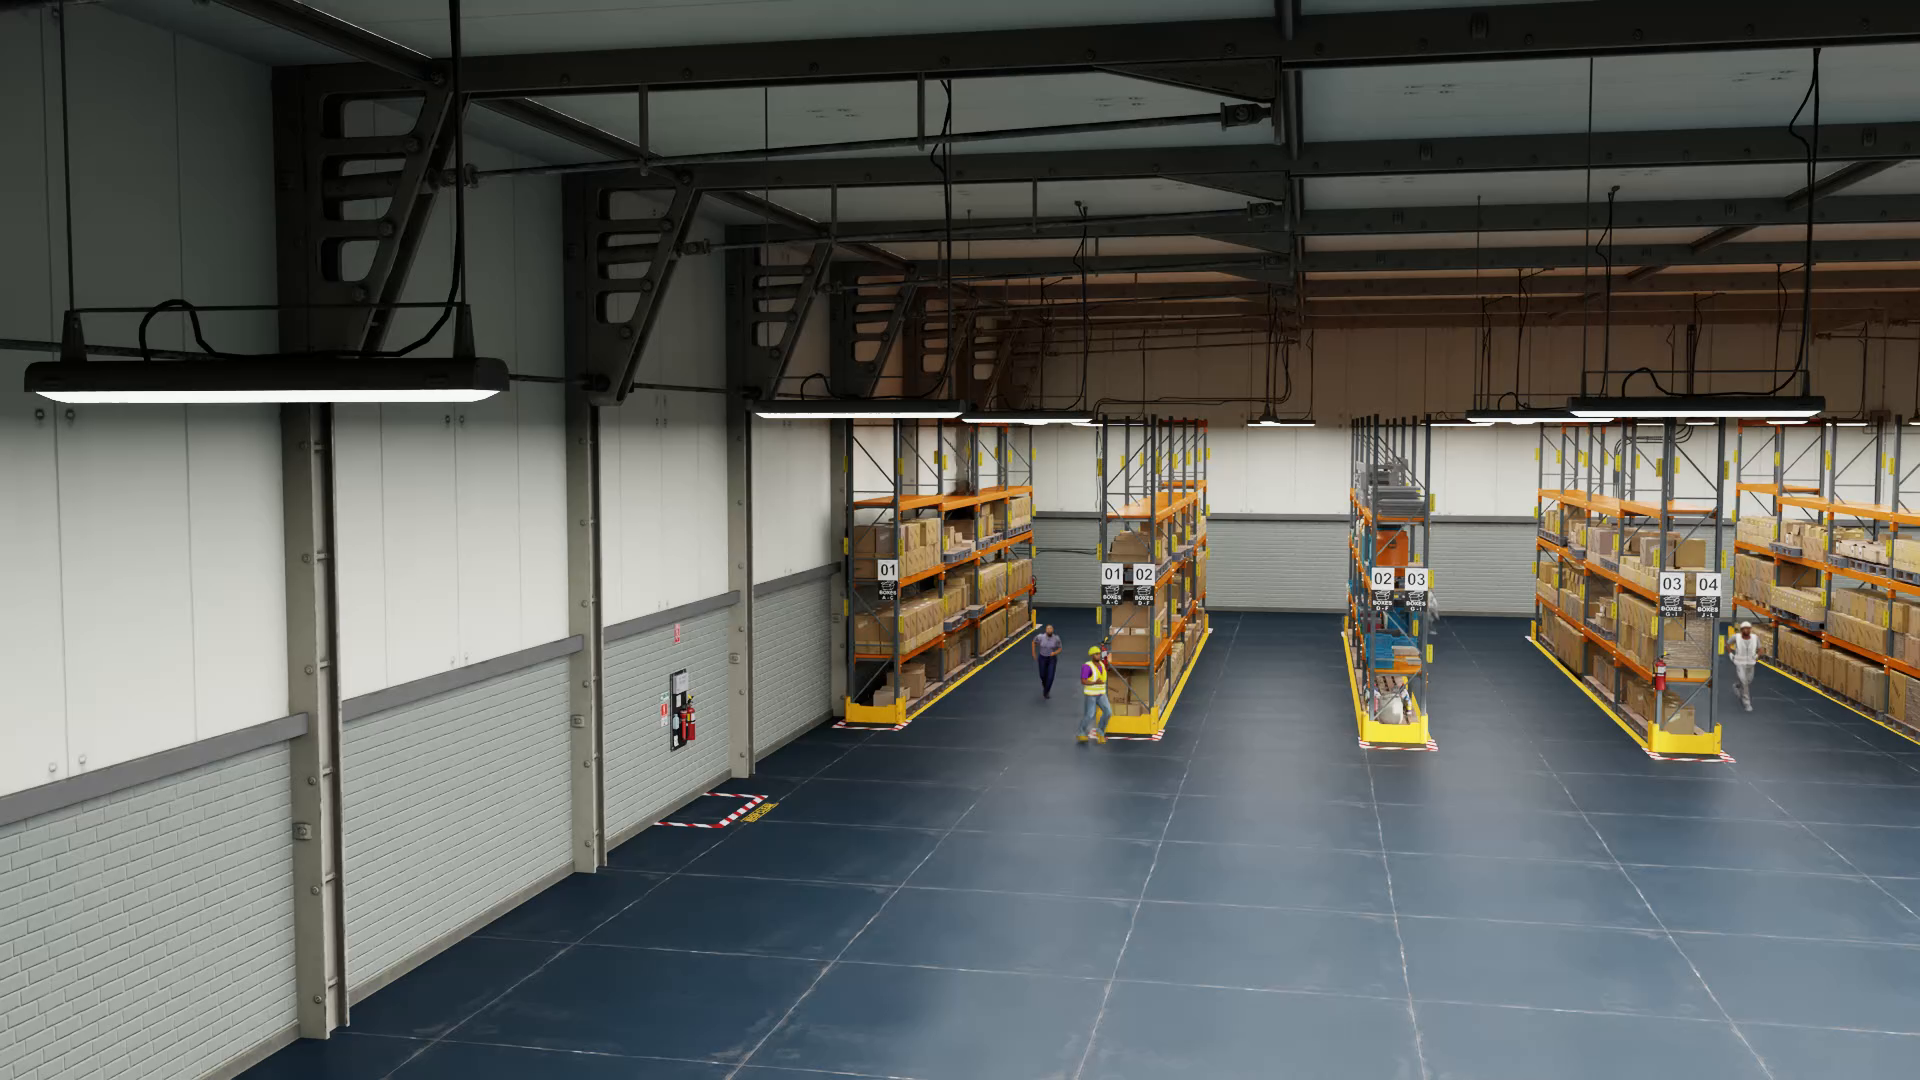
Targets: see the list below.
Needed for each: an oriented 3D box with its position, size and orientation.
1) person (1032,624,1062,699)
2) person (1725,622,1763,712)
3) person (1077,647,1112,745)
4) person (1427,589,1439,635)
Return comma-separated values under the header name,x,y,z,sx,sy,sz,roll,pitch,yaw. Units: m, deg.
name,x,y,z,sx,sy,sz,roll,pitch,yaw
person,1.853,2.584,35.395,0.645,1.600,0.606,0,4,2
person,16.164,2.572,34.244,0.640,1.801,1.147,0,4,1
person,2.455,2.840,30.191,0.679,1.823,0.722,-3,5,-38
person,13.040,1.855,46.066,0.777,1.592,0.583,-2,4,-25
